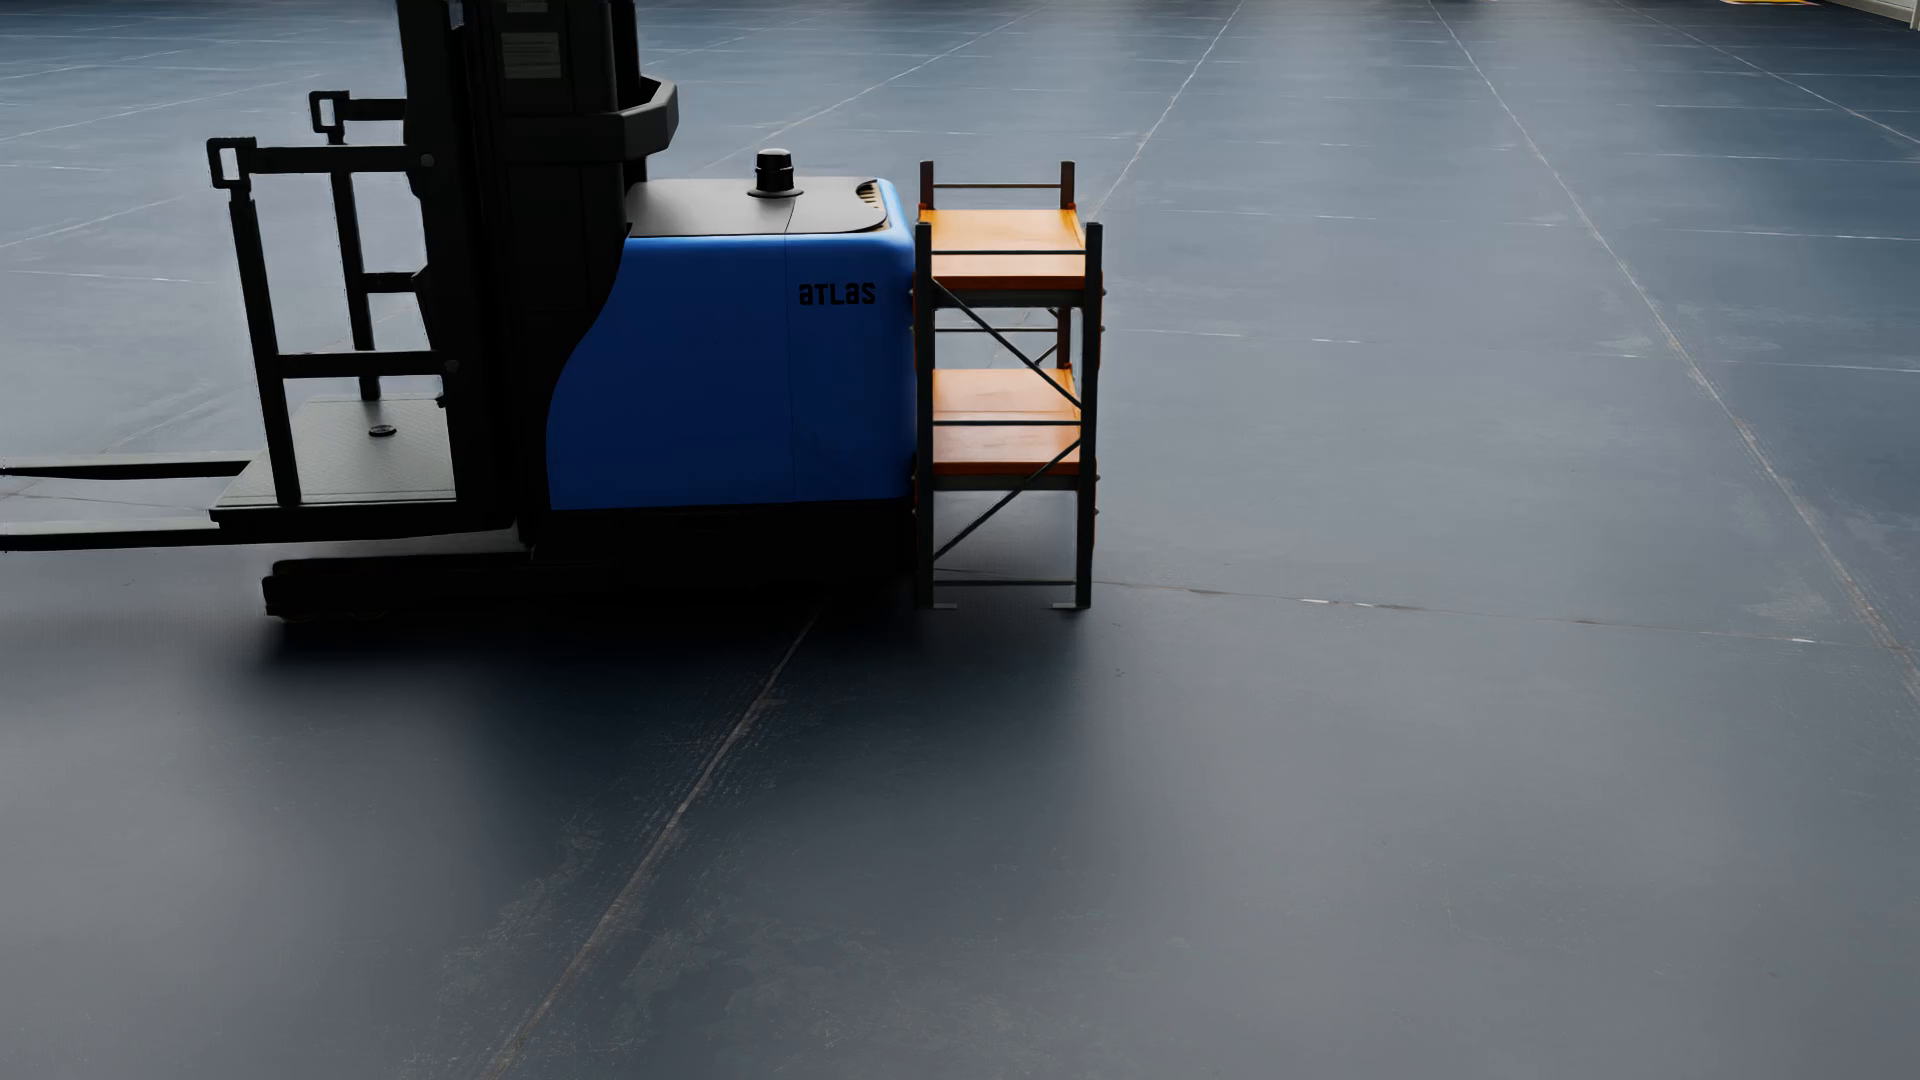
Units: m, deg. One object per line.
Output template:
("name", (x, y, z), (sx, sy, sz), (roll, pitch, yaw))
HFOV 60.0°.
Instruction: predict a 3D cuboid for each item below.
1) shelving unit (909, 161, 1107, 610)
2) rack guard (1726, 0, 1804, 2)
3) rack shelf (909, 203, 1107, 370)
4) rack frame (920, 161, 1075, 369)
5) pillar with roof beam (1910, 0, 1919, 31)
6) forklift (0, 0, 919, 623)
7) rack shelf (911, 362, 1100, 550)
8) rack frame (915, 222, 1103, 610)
("shelving unit", (0.126, -0.514, 5.125), (0.538, 1.125, 1.048), (0, 22, 0))
("rack guard", (13.266, -9.130, 27.355), (1.175, 0.500, 0.348), (4, 22, 11))
("rack shelf", (0.126, -0.786, 5.016), (0.538, 0.278, 1.000), (0, 22, 0))
("rack frame", (0.121, -0.704, 5.596), (0.500, 1.125, 0.032), (0, 22, 0))
("pillar with roof beam", (8.856, -11.401, 21.617), (9.100, 9.000, 0.400), (4, 22, 11))
("forklift", (-1.663, -1.329, 4.729), (3.031, 2.935, 1.130), (-2, 22, -5))
("rack shelf", (0.126, -0.287, 5.216), (0.538, 0.278, 1.000), (0, 22, 0))
("rack frame", (0.131, -0.324, 4.653), (0.500, 1.125, 0.032), (0, 22, 0))
